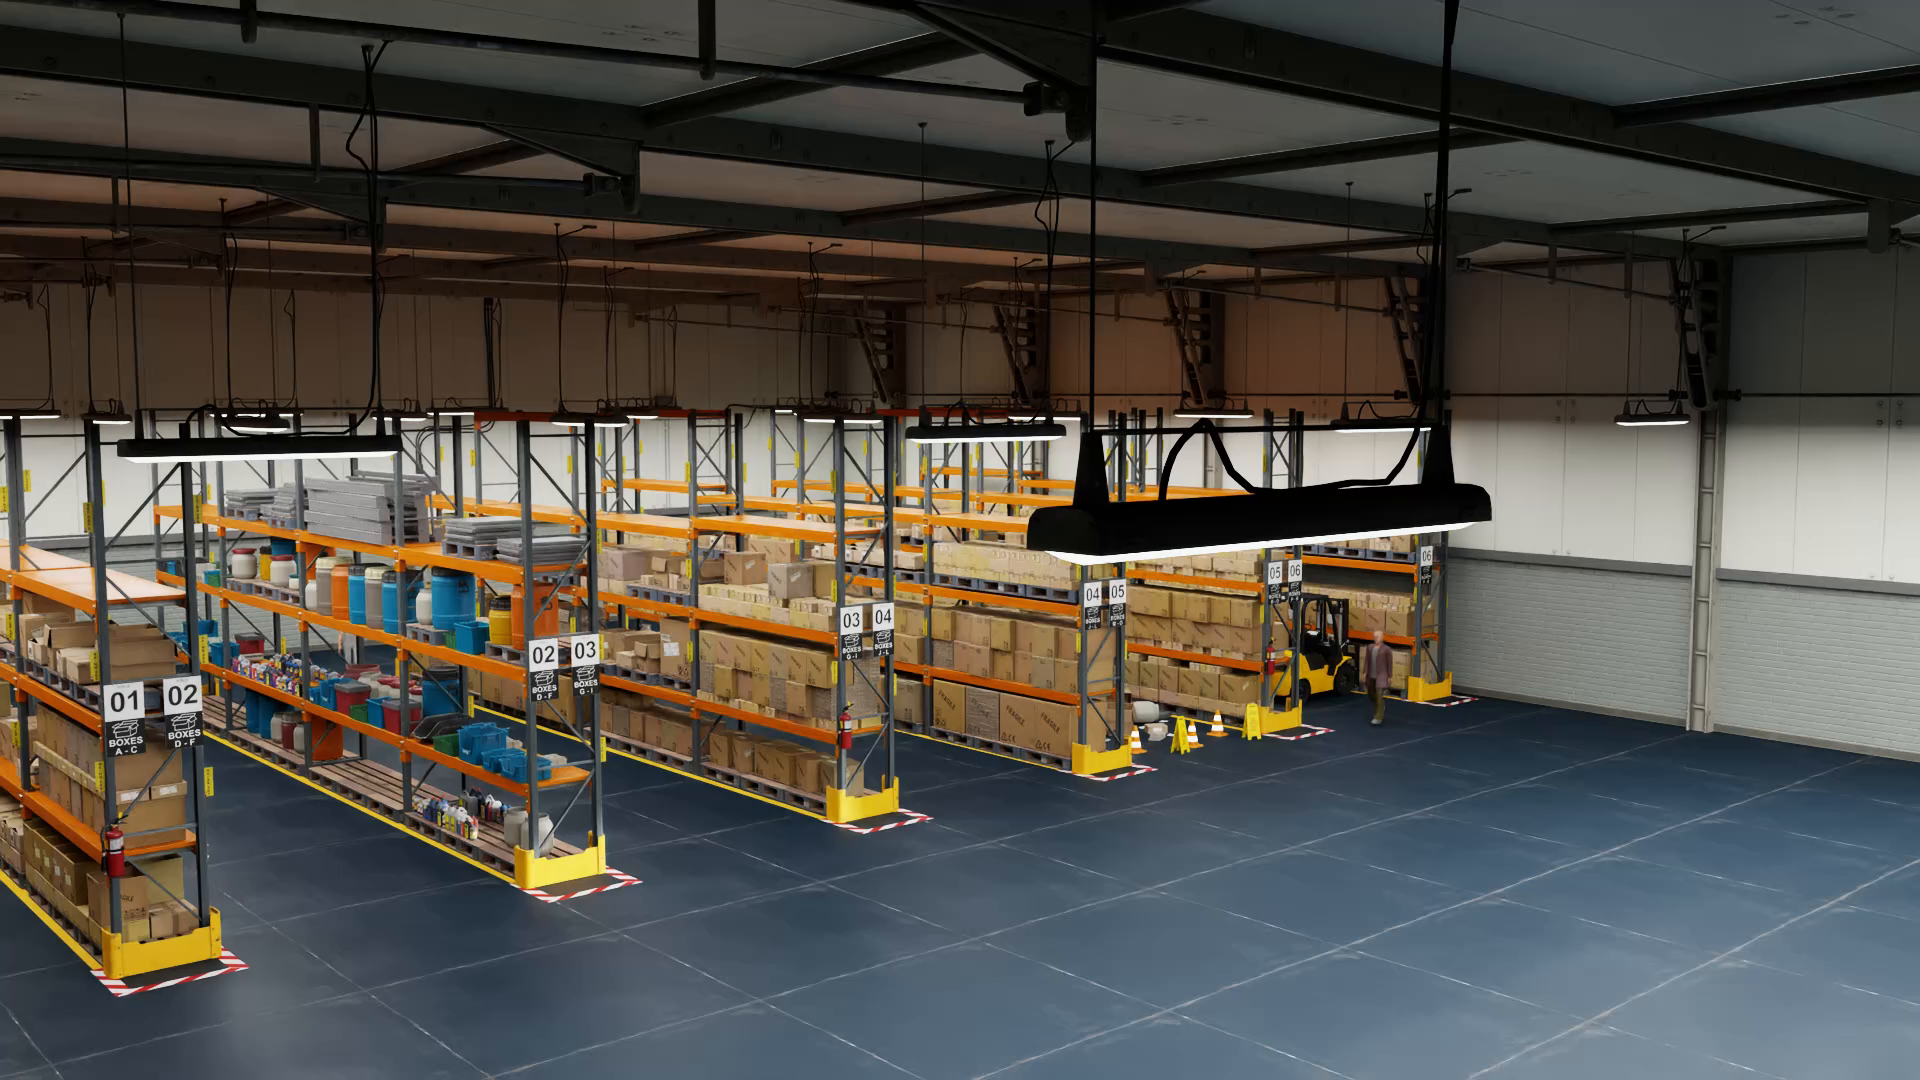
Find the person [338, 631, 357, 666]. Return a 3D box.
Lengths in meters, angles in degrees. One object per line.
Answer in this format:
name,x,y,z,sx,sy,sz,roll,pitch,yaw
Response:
person,-13.249,2.351,36.153,0.517,1.737,0.439,-2,5,-21

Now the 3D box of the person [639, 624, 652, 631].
person,-6.418,2.532,33.546,0.637,1.741,0.624,4,7,42

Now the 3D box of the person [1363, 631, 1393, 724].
person,8.091,2.625,32.119,0.874,1.763,0.551,-5,7,-42
